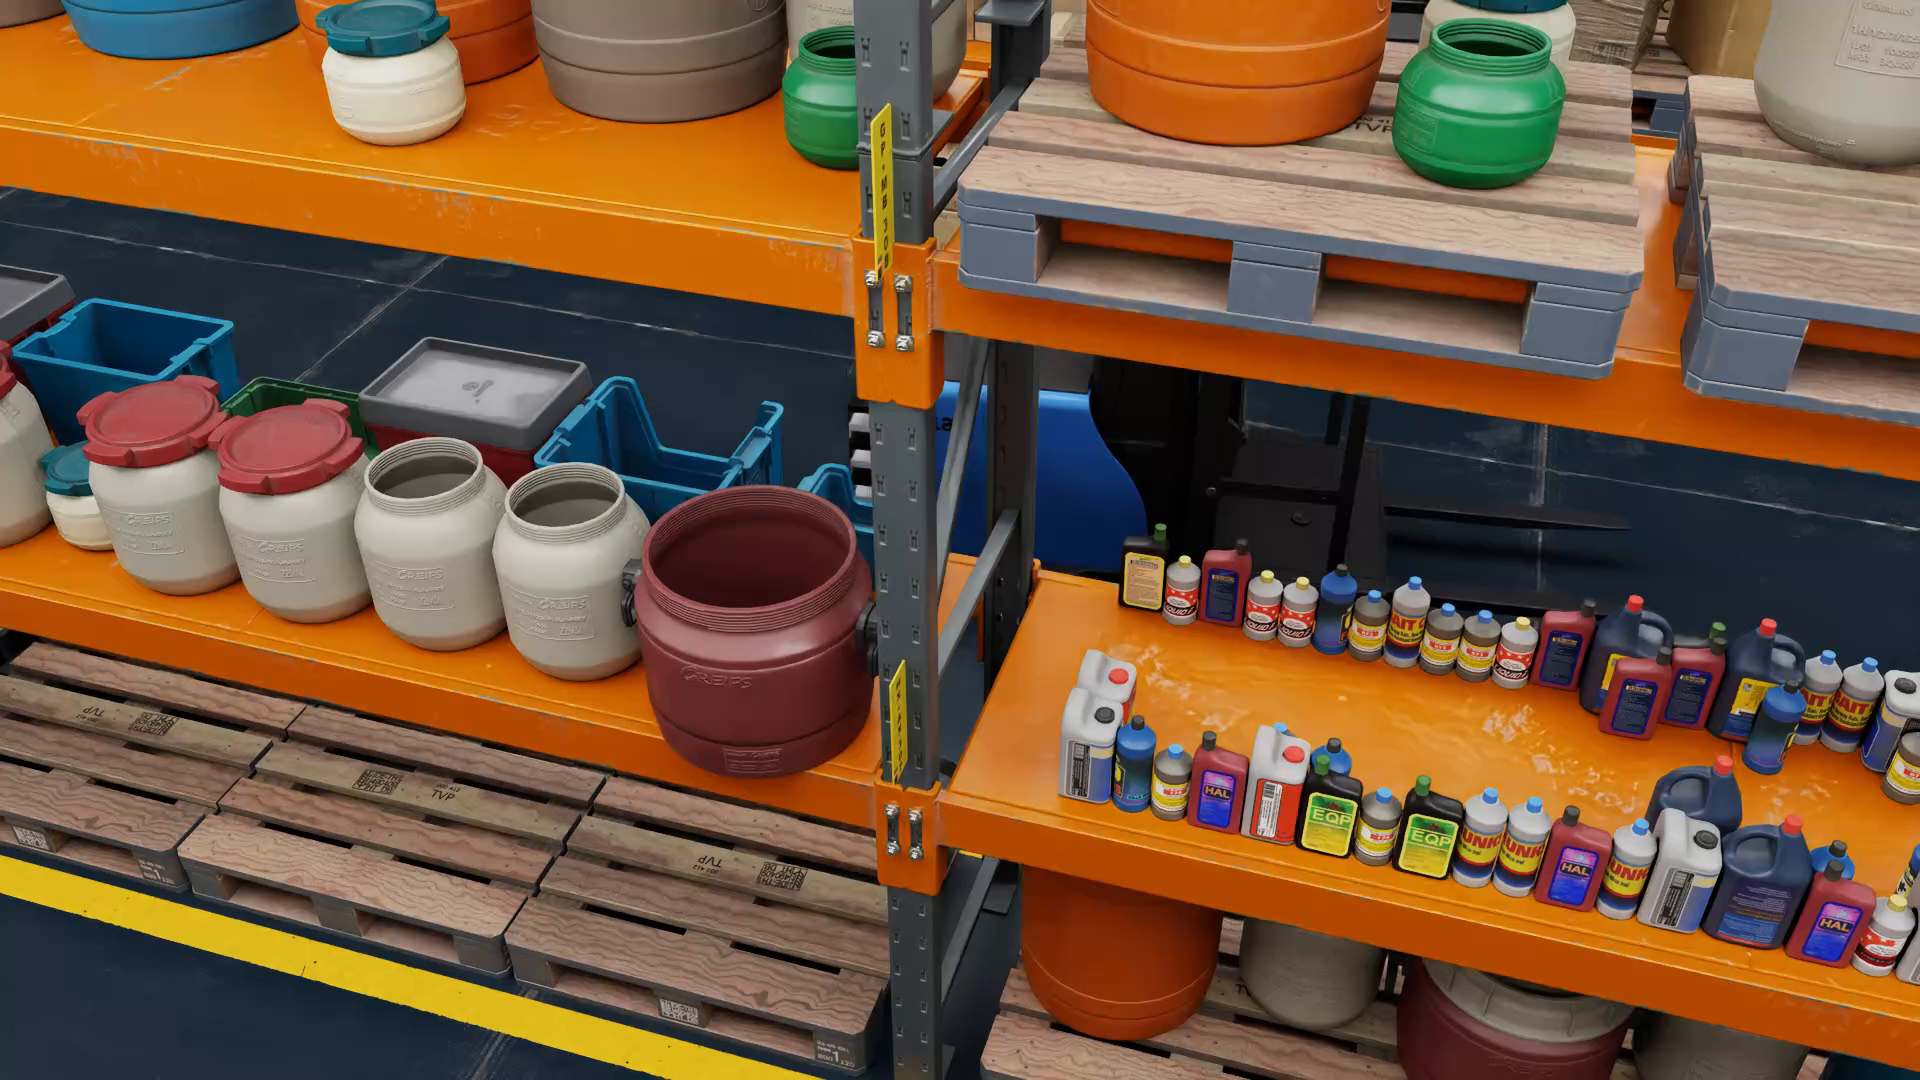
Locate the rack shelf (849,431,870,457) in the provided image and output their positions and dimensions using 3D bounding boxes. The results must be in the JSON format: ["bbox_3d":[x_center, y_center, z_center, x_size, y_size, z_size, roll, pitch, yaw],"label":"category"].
[{"bbox_3d":[-0.338,-0.439,6.992,0.200,0.077,0.258,6,37,8],"label":"rack shelf"}]

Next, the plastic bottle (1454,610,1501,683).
[{"bbox_3d":[1.407,0.279,4.508,0.097,0.201,0.097,0,36,0],"label":"plastic bottle"}]

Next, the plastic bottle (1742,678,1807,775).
[{"bbox_3d":[2.064,0.462,4.201,0.097,0.271,0.097,0,36,0],"label":"plastic bottle"}]

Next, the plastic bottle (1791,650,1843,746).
[{"bbox_3d":[2.200,0.398,4.288,0.097,0.271,0.097,0,36,0],"label":"plastic bottle"}]

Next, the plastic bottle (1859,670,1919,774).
[{"bbox_3d":[2.395,0.449,4.214,0.135,0.276,0.152,10,38,14],"label":"plastic bottle"}]

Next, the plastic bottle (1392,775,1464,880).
[{"bbox_3d":[1.104,0.672,3.904,0.133,0.283,0.061,10,38,14],"label":"plastic bottle"}]

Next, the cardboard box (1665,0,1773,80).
[{"bbox_3d":[3.605,-2.388,7.525,0.500,0.500,0.700,2,36,2],"label":"cardboard box"}]

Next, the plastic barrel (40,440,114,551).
[{"bbox_3d":[-2.590,-0.137,5.022,0.301,0.262,0.301,0,36,0],"label":"plastic barrel"}]

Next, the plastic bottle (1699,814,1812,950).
[{"bbox_3d":[1.802,0.749,3.744,0.185,0.351,0.144,10,38,14],"label":"plastic bottle"}]

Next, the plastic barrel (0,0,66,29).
[{"bbox_3d":[-2.633,-1.840,4.267,0.600,0.901,0.600,0,36,0],"label":"plastic barrel"}]

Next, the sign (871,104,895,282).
[{"bbox_3d":[-0.147,-0.659,3.173,0.005,0.325,0.100,10,38,14],"label":"sign"}]

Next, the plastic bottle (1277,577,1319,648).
[{"bbox_3d":[0.942,0.193,4.625,0.097,0.201,0.097,0,36,0],"label":"plastic bottle"}]

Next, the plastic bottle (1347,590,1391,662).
[{"bbox_3d":[1.128,0.227,4.578,0.097,0.201,0.097,0,36,0],"label":"plastic bottle"}]

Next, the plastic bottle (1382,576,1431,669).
[{"bbox_3d":[1.221,0.216,4.534,0.097,0.271,0.097,0,36,0],"label":"plastic bottle"}]

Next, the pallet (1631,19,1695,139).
[{"bbox_3d":[3.349,-2.190,7.856,1.213,0.211,1.003,10,38,14],"label":"pallet"}]

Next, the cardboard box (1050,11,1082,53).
[{"bbox_3d":[0.551,-2.510,8.341,0.250,0.149,0.380,10,38,14],"label":"cardboard box"}]

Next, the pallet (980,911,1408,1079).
[{"bbox_3d":[0.776,1.433,5.125,1.213,0.211,1.003,10,38,14],"label":"pallet"}]

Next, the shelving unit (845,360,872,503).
[{"bbox_3d":[-0.338,-0.393,7.025,0.210,0.900,0.258,6,37,8],"label":"shelving unit"}]

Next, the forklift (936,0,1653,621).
[{"bbox_3d":[1.264,-1.047,6.200,3.031,2.935,1.130,6,37,8],"label":"forklift"}]

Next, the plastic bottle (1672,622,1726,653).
[{"bbox_3d":[1.919,0.329,4.371,0.133,0.283,0.061,10,38,14],"label":"plastic bottle"}]

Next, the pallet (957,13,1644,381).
[{"bbox_3d":[0.712,-0.748,3.364,1.213,0.211,1.003,10,38,14],"label":"pallet"}]

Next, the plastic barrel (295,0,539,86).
[{"bbox_3d":[-1.333,-1.571,3.961,0.708,0.830,0.600,10,38,14],"label":"plastic barrel"}]

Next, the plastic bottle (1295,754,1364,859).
[{"bbox_3d":[0.883,0.632,3.960,0.133,0.283,0.061,10,38,14],"label":"plastic bottle"}]

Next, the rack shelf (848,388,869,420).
[{"bbox_3d":[-0.338,-0.584,6.885,0.200,0.077,0.258,6,37,8],"label":"rack shelf"}]

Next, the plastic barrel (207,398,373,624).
[{"bbox_3d":[-1.846,-0.069,4.698,0.433,0.535,0.433,0,36,0],"label":"plastic barrel"}]

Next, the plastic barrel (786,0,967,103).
[{"bbox_3d":[-0.194,-1.287,3.844,0.421,0.512,0.421,0,36,0],"label":"plastic barrel"}]

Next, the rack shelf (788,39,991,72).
[{"bbox_3d":[-0.418,-2.672,8.957,4.000,0.370,1.077,10,38,14],"label":"rack shelf"}]

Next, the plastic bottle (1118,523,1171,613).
[{"bbox_3d":[0.524,0.071,4.721,0.133,0.283,0.061,10,38,14],"label":"plastic bottle"}]

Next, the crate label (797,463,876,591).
[{"bbox_3d":[-0.280,-0.025,4.895,0.416,0.233,0.303,10,38,14],"label":"crate label"}]

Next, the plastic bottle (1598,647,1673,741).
[{"bbox_3d":[1.749,0.387,4.292,0.133,0.283,0.061,10,38,14],"label":"plastic bottle"}]

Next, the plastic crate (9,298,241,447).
[{"bbox_3d":[-2.662,-0.488,5.396,0.575,0.384,0.392,10,38,14],"label":"plastic crate"}]

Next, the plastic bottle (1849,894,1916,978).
[{"bbox_3d":[2.057,0.871,3.704,0.097,0.201,0.097,0,36,0],"label":"plastic bottle"}]

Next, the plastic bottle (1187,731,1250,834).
[{"bbox_3d":[0.628,0.584,4.024,0.133,0.283,0.061,10,38,14],"label":"plastic bottle"}]

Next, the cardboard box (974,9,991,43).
[{"bbox_3d":[0.257,-2.700,8.600,0.250,0.149,0.380,13,38,17],"label":"cardboard box"}]

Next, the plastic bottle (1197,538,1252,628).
[{"bbox_3d":[0.744,0.112,4.666,0.133,0.283,0.061,10,38,14],"label":"plastic bottle"}]

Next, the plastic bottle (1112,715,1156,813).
[{"bbox_3d":[0.430,0.541,4.093,0.097,0.271,0.097,0,36,0],"label":"plastic bottle"}]

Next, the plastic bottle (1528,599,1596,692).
[{"bbox_3d":[1.615,0.273,4.447,0.133,0.283,0.061,10,38,14],"label":"plastic bottle"}]

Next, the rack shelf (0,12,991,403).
[{"bbox_3d":[-1.898,-1.078,4.260,4.000,0.370,1.077,10,38,14],"label":"rack shelf"}]

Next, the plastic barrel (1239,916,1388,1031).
[{"bbox_3d":[1.048,1.153,4.898,0.421,0.512,0.421,0,36,0],"label":"plastic barrel"}]

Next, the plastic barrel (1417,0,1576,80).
[{"bbox_3d":[1.078,-1.021,3.339,0.301,0.262,0.301,0,36,0],"label":"plastic barrel"}]

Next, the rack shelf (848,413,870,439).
[{"bbox_3d":[-0.338,-0.512,6.938,0.200,0.077,0.258,6,37,8],"label":"rack shelf"}]

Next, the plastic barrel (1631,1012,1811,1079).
[{"bbox_3d":[2.126,1.352,4.627,0.421,0.512,0.421,0,36,0],"label":"plastic barrel"}]

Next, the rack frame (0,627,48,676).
[{"bbox_3d":[-3.807,-0.513,5.417,0.127,3.000,1.000,10,38,14],"label":"rack frame"}]

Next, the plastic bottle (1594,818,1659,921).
[{"bbox_3d":[1.532,0.745,3.816,0.097,0.271,0.097,0,36,0],"label":"plastic bottle"}]

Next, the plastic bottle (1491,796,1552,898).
[{"bbox_3d":[1.312,0.704,3.871,0.097,0.271,0.097,0,36,0],"label":"plastic bottle"}]

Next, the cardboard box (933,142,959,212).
[{"bbox_3d":[-0.061,-2.028,8.967,0.500,0.311,0.500,10,38,14],"label":"cardboard box"}]

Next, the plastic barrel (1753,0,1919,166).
[{"bbox_3d":[1.748,-1.010,3.092,0.433,0.535,0.433,0,36,0],"label":"plastic barrel"}]

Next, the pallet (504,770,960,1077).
[{"bbox_3d":[-0.717,1.158,5.499,1.213,0.211,1.003,10,38,14],"label":"pallet"}]

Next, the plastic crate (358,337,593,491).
[{"bbox_3d":[-1.440,-0.291,5.060,0.583,0.464,0.402,10,38,14],"label":"plastic crate"}]

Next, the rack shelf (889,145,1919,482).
[{"bbox_3d":[1.920,-0.371,3.300,4.000,0.370,1.077,10,38,14],"label":"rack shelf"}]

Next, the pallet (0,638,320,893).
[{"bbox_3d":[-3.046,0.727,6.084,1.213,0.211,1.003,10,38,14],"label":"pallet"}]

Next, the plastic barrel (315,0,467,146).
[{"bbox_3d":[-1.273,-1.051,3.734,0.301,0.262,0.301,0,36,0],"label":"plastic barrel"}]

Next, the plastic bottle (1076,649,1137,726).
[{"bbox_3d":[0.373,0.417,4.257,0.135,0.276,0.152,10,38,14],"label":"plastic bottle"}]

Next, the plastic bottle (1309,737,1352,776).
[{"bbox_3d":[0.890,0.588,4.029,0.097,0.271,0.097,0,36,0],"label":"plastic bottle"}]

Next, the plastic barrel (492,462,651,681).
[{"bbox_3d":[-1.035,0.088,4.506,0.421,0.512,0.421,0,36,0],"label":"plastic barrel"}]

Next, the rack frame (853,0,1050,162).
[{"bbox_3d":[0.011,-2.222,2.678,0.127,3.000,1.000,10,38,14],"label":"rack frame"}]

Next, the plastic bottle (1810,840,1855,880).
[{"bbox_3d":[1.948,0.784,3.762,0.097,0.271,0.097,0,36,0],"label":"plastic bottle"}]
